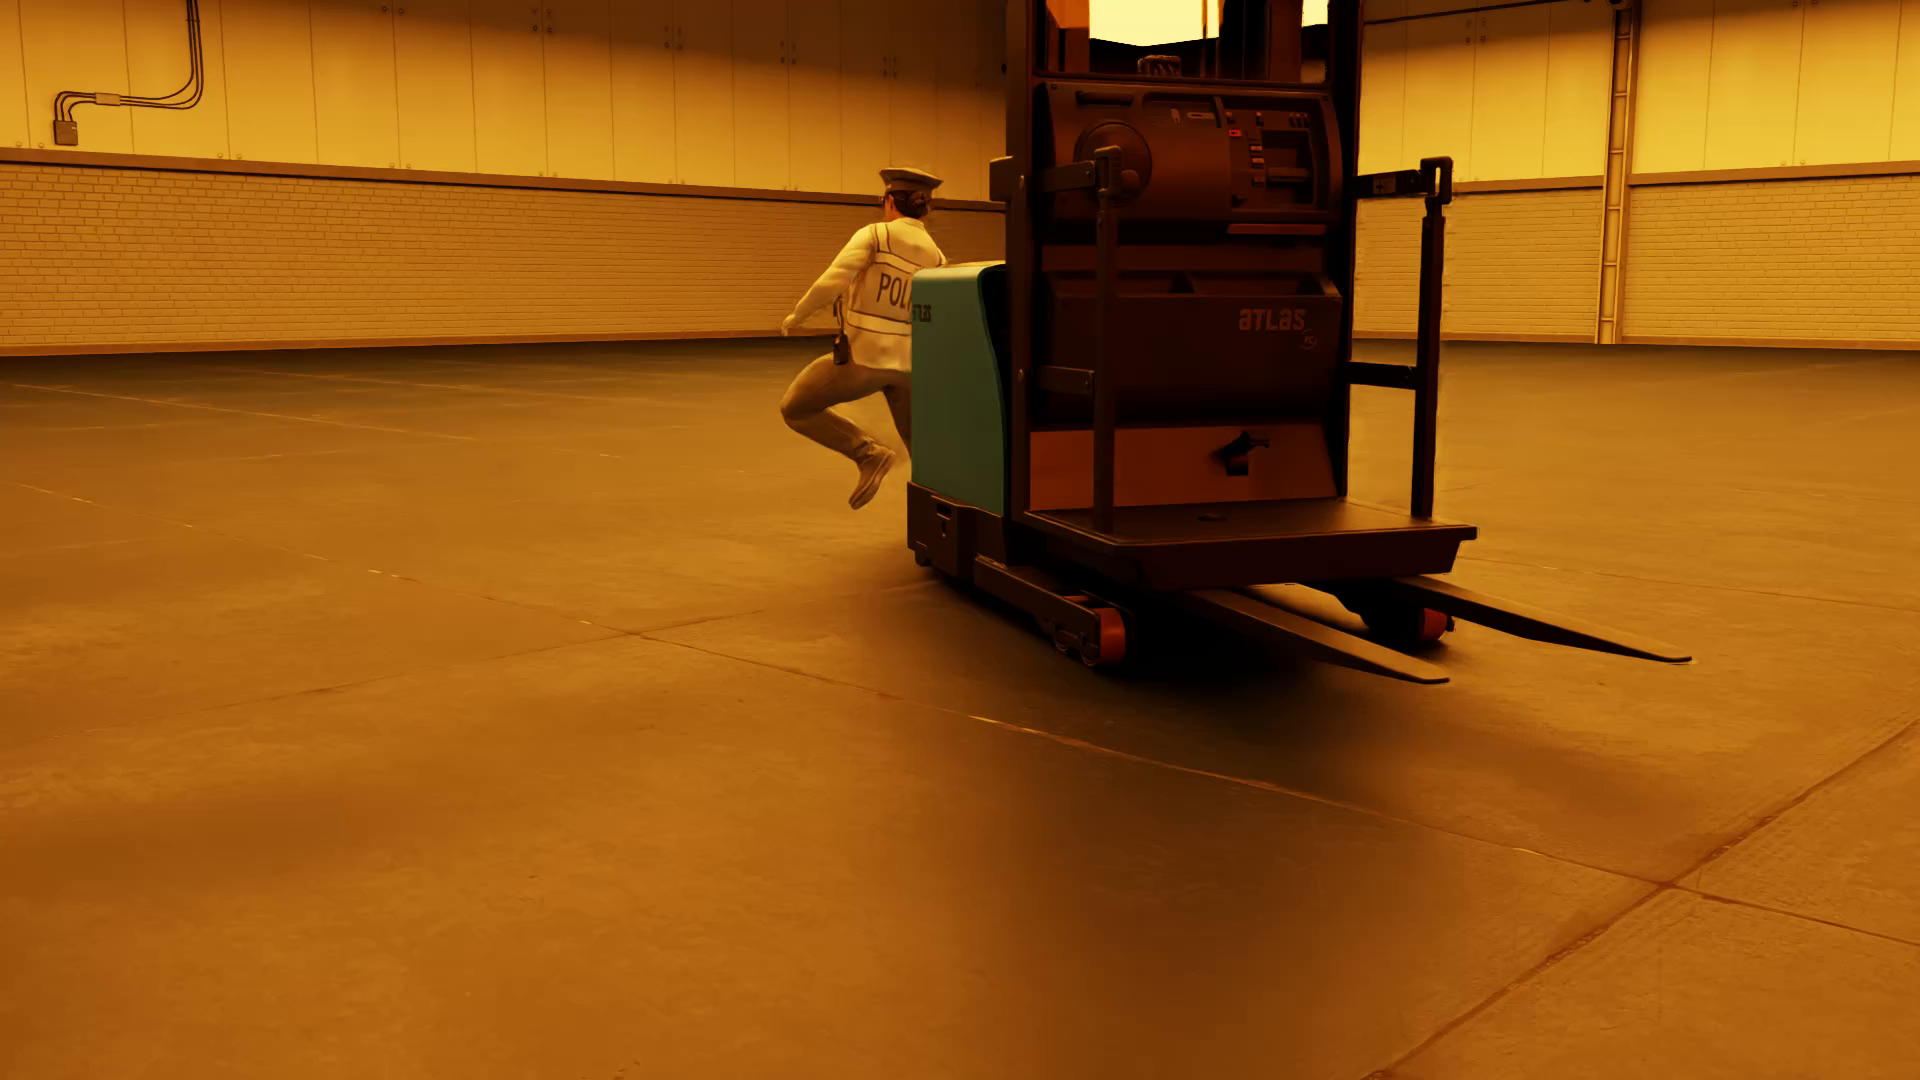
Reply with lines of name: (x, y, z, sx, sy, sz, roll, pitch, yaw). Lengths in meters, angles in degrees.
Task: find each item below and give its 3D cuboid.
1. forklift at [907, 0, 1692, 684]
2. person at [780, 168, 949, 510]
forklift: (0.763, -1.175, 4.674, 1.130, 2.935, 3.031, -3, 9, -19)
person: (-0.345, -0.770, 6.858, 0.774, 1.471, 0.716, -6, 10, -33)
